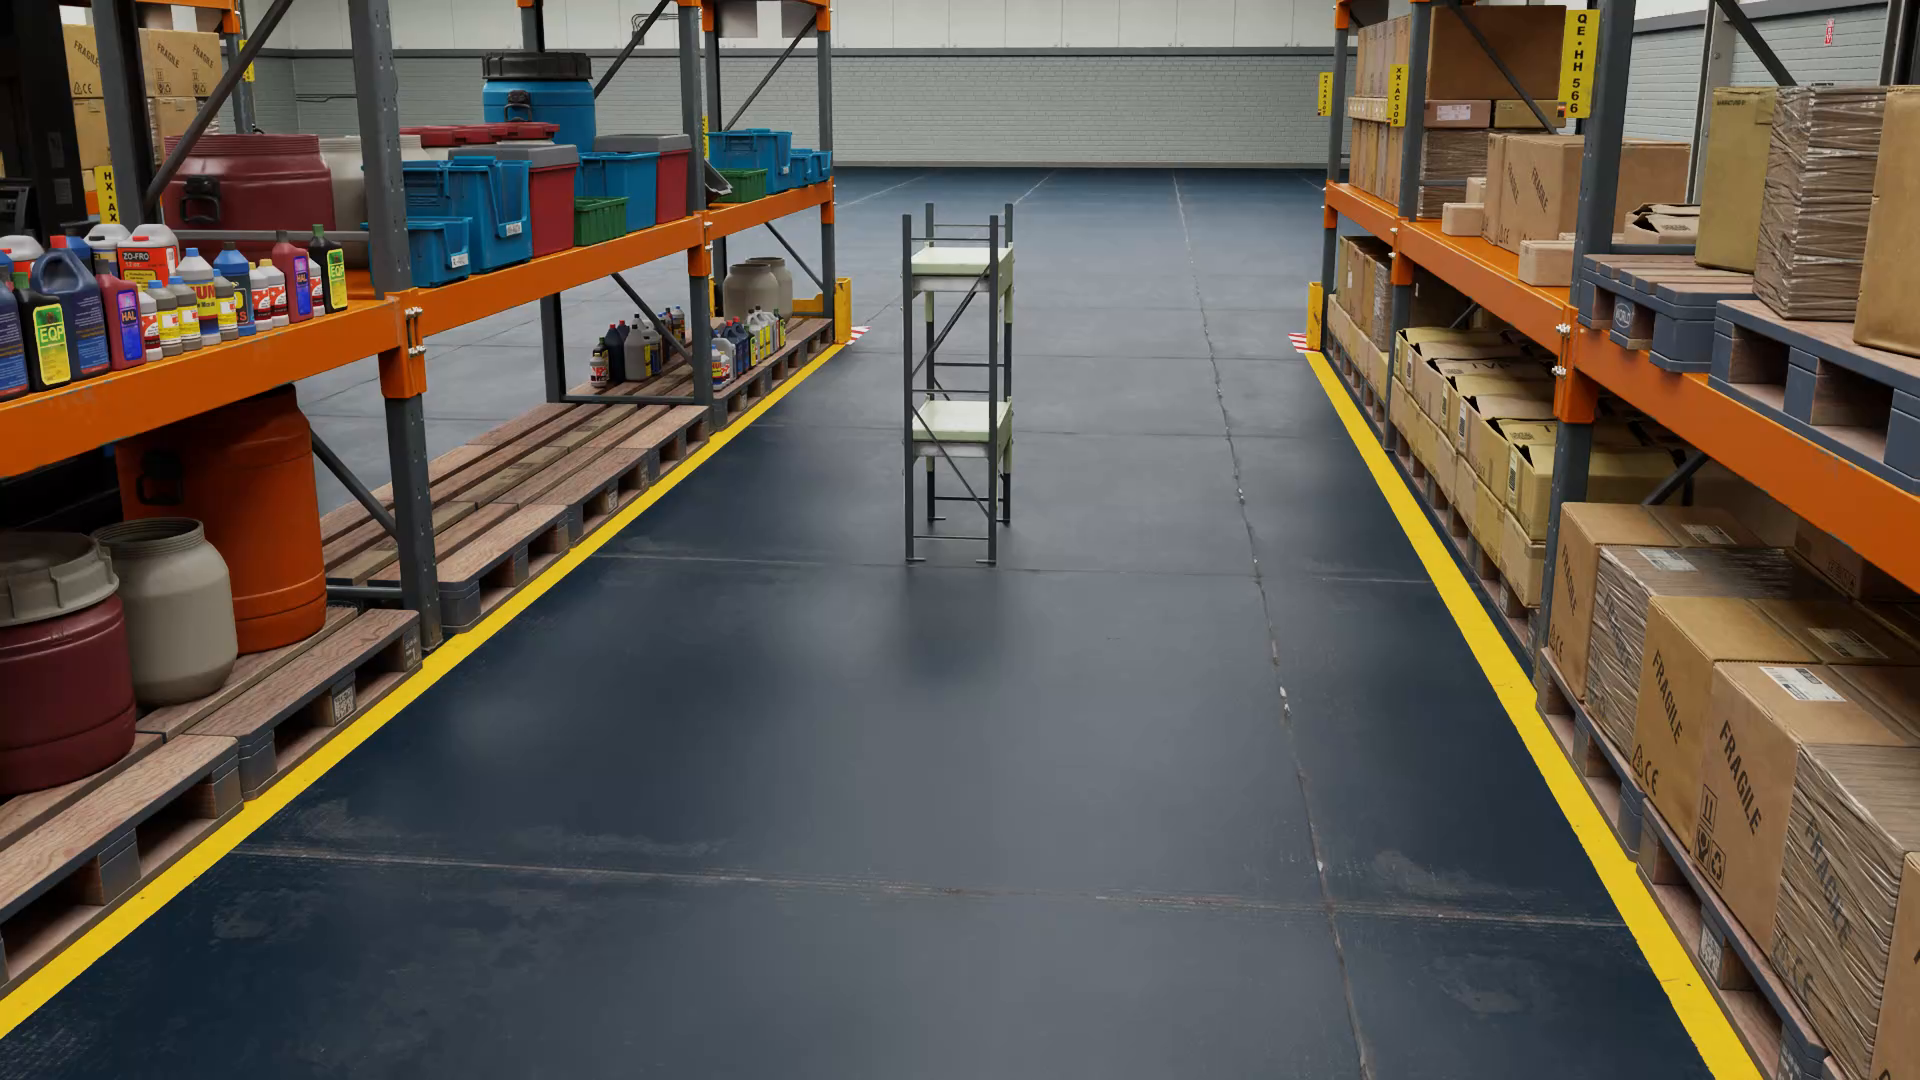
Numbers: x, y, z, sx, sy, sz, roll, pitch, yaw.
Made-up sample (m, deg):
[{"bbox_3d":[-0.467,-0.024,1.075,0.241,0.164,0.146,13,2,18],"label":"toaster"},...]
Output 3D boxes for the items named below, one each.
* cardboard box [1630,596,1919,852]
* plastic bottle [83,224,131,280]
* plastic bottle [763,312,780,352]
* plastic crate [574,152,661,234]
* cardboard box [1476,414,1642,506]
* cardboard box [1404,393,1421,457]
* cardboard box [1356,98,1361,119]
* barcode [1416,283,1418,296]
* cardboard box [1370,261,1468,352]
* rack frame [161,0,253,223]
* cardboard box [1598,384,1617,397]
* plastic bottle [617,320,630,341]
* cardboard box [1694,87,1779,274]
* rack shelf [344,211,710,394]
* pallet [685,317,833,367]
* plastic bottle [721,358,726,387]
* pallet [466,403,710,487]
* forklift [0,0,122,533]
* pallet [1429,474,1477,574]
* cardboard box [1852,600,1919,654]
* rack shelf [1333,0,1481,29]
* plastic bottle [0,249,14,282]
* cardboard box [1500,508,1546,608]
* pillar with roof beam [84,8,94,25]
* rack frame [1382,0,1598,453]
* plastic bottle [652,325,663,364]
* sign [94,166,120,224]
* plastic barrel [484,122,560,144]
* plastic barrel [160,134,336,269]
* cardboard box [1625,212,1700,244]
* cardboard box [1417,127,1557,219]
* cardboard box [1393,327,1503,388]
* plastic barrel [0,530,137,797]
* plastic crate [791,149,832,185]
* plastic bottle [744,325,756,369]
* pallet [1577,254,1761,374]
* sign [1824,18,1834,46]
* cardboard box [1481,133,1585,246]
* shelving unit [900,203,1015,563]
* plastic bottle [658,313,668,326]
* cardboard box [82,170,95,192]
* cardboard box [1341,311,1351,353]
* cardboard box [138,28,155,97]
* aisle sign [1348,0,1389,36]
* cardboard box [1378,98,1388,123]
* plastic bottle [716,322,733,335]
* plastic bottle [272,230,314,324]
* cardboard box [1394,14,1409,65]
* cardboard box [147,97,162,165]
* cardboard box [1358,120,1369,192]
[{"bbox_3d":[2.033,0.457,4.170,0.500,0.500,0.500,1,15,6],"label":"cardboard box"},{"bbox_3d":[-2.808,-0.897,5.469,0.152,0.276,0.135,2,15,6],"label":"plastic bottle"},{"bbox_3d":[-1.362,-1.478,11.756,0.152,0.276,0.135,2,15,7],"label":"plastic bottle"},{"bbox_3d":[-1.802,-1.794,8.580,0.392,0.384,0.575,2,15,6],"label":"plastic crate"},{"bbox_3d":[2.350,-0.337,6.549,0.500,0.311,0.500,1,15,5],"label":"cardboard box"},{"bbox_3d":[2.584,-0.595,8.581,0.500,0.250,0.500,2,15,8],"label":"cardboard box"},{"bbox_3d":[3.071,-3.120,12.020,0.380,0.149,0.250,2,15,6],"label":"cardboard box"},{"bbox_3d":[2.492,-1.365,9.071,0.001,0.075,0.075,2,15,6],"label":"barcode"},{"bbox_3d":[2.838,-1.443,10.280,0.500,0.500,0.500,2,15,6],"label":"cardboard box"},{"bbox_3d":[-6.457,-3.280,14.046,1.000,3.000,0.127,2,15,6],"label":"rack frame"},{"bbox_3d":[3.002,-0.588,7.478,0.500,0.311,0.500,2,15,6],"label":"cardboard box"},{"bbox_3d":[-2.179,-1.256,10.791,0.144,0.351,0.185,1,15,3],"label":"plastic bottle"},{"bbox_3d":[2.524,-0.997,4.606,0.700,0.500,0.500,-3,16,-13],"label":"cardboard box"},{"bbox_3d":[-2.212,-1.231,7.845,1.077,0.370,4.000,2,15,6],"label":"rack shelf"},{"bbox_3d":[-1.594,-1.556,13.014,1.003,0.211,1.213,2,15,6],"label":"pallet"},{"bbox_3d":[-1.504,-1.054,10.333,0.097,0.201,0.097,0,15,0],"label":"plastic bottle"},{"bbox_3d":[-2.037,-0.546,9.276,1.003,0.211,1.213,2,15,6],"label":"pallet"},{"bbox_3d":[-4.626,-1.405,7.242,1.130,2.935,3.031,2,15,7],"label":"forklift"},{"bbox_3d":[2.755,-0.094,7.606,1.003,0.211,1.213,2,15,6],"label":"pallet"},{"bbox_3d":[2.552,0.466,4.140,0.500,0.500,0.500,1,15,4],"label":"cardboard box"},{"bbox_3d":[3.160,-3.569,10.747,1.077,0.370,4.000,2,15,6],"label":"rack shelf"},{"bbox_3d":[-2.840,-0.743,4.911,0.097,0.271,0.097,0,15,0],"label":"plastic bottle"},{"bbox_3d":[2.300,0.069,6.125,0.500,0.250,0.500,2,15,8],"label":"cardboard box"},{"bbox_3d":[-15.224,-12.557,36.861,9.100,9.000,0.400,2,15,6],"label":"pillar with roof beam"},{"bbox_3d":[2.935,-1.950,9.126,1.000,3.000,0.127,2,15,6],"label":"rack frame"},{"bbox_3d":[-2.037,-1.311,11.123,0.061,0.283,0.133,2,15,6],"label":"plastic bottle"},{"bbox_3d":[-2.985,-1.152,5.865,0.100,0.325,0.005,2,15,6],"label":"sign"},{"bbox_3d":[-2.312,-1.921,8.758,0.433,0.535,0.433,0,15,0],"label":"plastic barrel"},{"bbox_3d":[-2.687,-1.254,6.293,0.600,0.536,0.708,2,15,6],"label":"plastic barrel"},{"bbox_3d":[2.568,-0.962,5.646,0.500,0.311,0.500,3,15,10],"label":"cardboard box"},{"bbox_3d":[2.979,-2.113,9.540,0.700,0.500,0.500,1,15,5],"label":"cardboard box"},{"bbox_3d":[2.641,-0.996,8.988,0.500,0.311,0.500,2,15,6],"label":"cardboard box"},{"bbox_3d":[-2.604,0.322,4.539,0.600,0.588,0.708,2,15,6],"label":"plastic barrel"},{"bbox_3d":[-1.294,-2.924,13.013,0.499,0.251,0.616,2,15,6],"label":"plastic crate"},{"bbox_3d":[-1.402,-1.286,11.031,0.061,0.283,0.133,2,15,9],"label":"plastic bottle"},{"bbox_3d":[2.477,-0.642,4.657,1.213,0.211,1.003,2,15,6],"label":"pallet"},{"bbox_3d":[10.183,-5.949,19.477,0.001,0.298,0.199,2,15,6],"label":"sign"},{"bbox_3d":[2.772,-1.663,7.873,0.500,0.500,0.500,3,15,10],"label":"cardboard box"},{"bbox_3d":[0.001,-0.726,7.473,0.431,1.500,0.755,2,15,6],"label":"shelving unit"},{"bbox_3d":[-2.099,-1.454,11.675,0.097,0.271,0.097,0,15,0],"label":"plastic bottle"},{"bbox_3d":[-6.429,-2.558,11.856,0.380,0.149,0.250,2,15,6],"label":"cardboard box"},{"bbox_3d":[2.995,-1.471,11.818,0.500,0.250,0.500,2,15,6],"label":"cardboard box"},{"bbox_3d":[-6.383,-3.545,12.349,0.500,0.500,0.500,2,15,6],"label":"cardboard box"},{"bbox_3d":[3.089,-4.268,12.720,0.394,0.787,0.004,2,15,6],"label":"aisle sign"},{"bbox_3d":[2.924,-2.786,10.786,0.380,0.149,0.250,2,15,8],"label":"cardboard box"},{"bbox_3d":[-1.564,-1.348,11.278,0.152,0.276,0.135,2,15,6],"label":"plastic bottle"},{"bbox_3d":[-2.086,-0.826,5.192,0.061,0.283,0.133,2,15,6],"label":"plastic bottle"},{"bbox_3d":[3.091,-3.001,10.335,0.700,0.500,0.500,2,15,6],"label":"cardboard box"},{"bbox_3d":[-6.582,-3.068,12.502,0.875,0.500,0.500,2,15,6],"label":"cardboard box"},{"bbox_3d":[3.266,-2.779,11.999,0.700,0.500,0.500,2,15,8],"label":"cardboard box"}]
